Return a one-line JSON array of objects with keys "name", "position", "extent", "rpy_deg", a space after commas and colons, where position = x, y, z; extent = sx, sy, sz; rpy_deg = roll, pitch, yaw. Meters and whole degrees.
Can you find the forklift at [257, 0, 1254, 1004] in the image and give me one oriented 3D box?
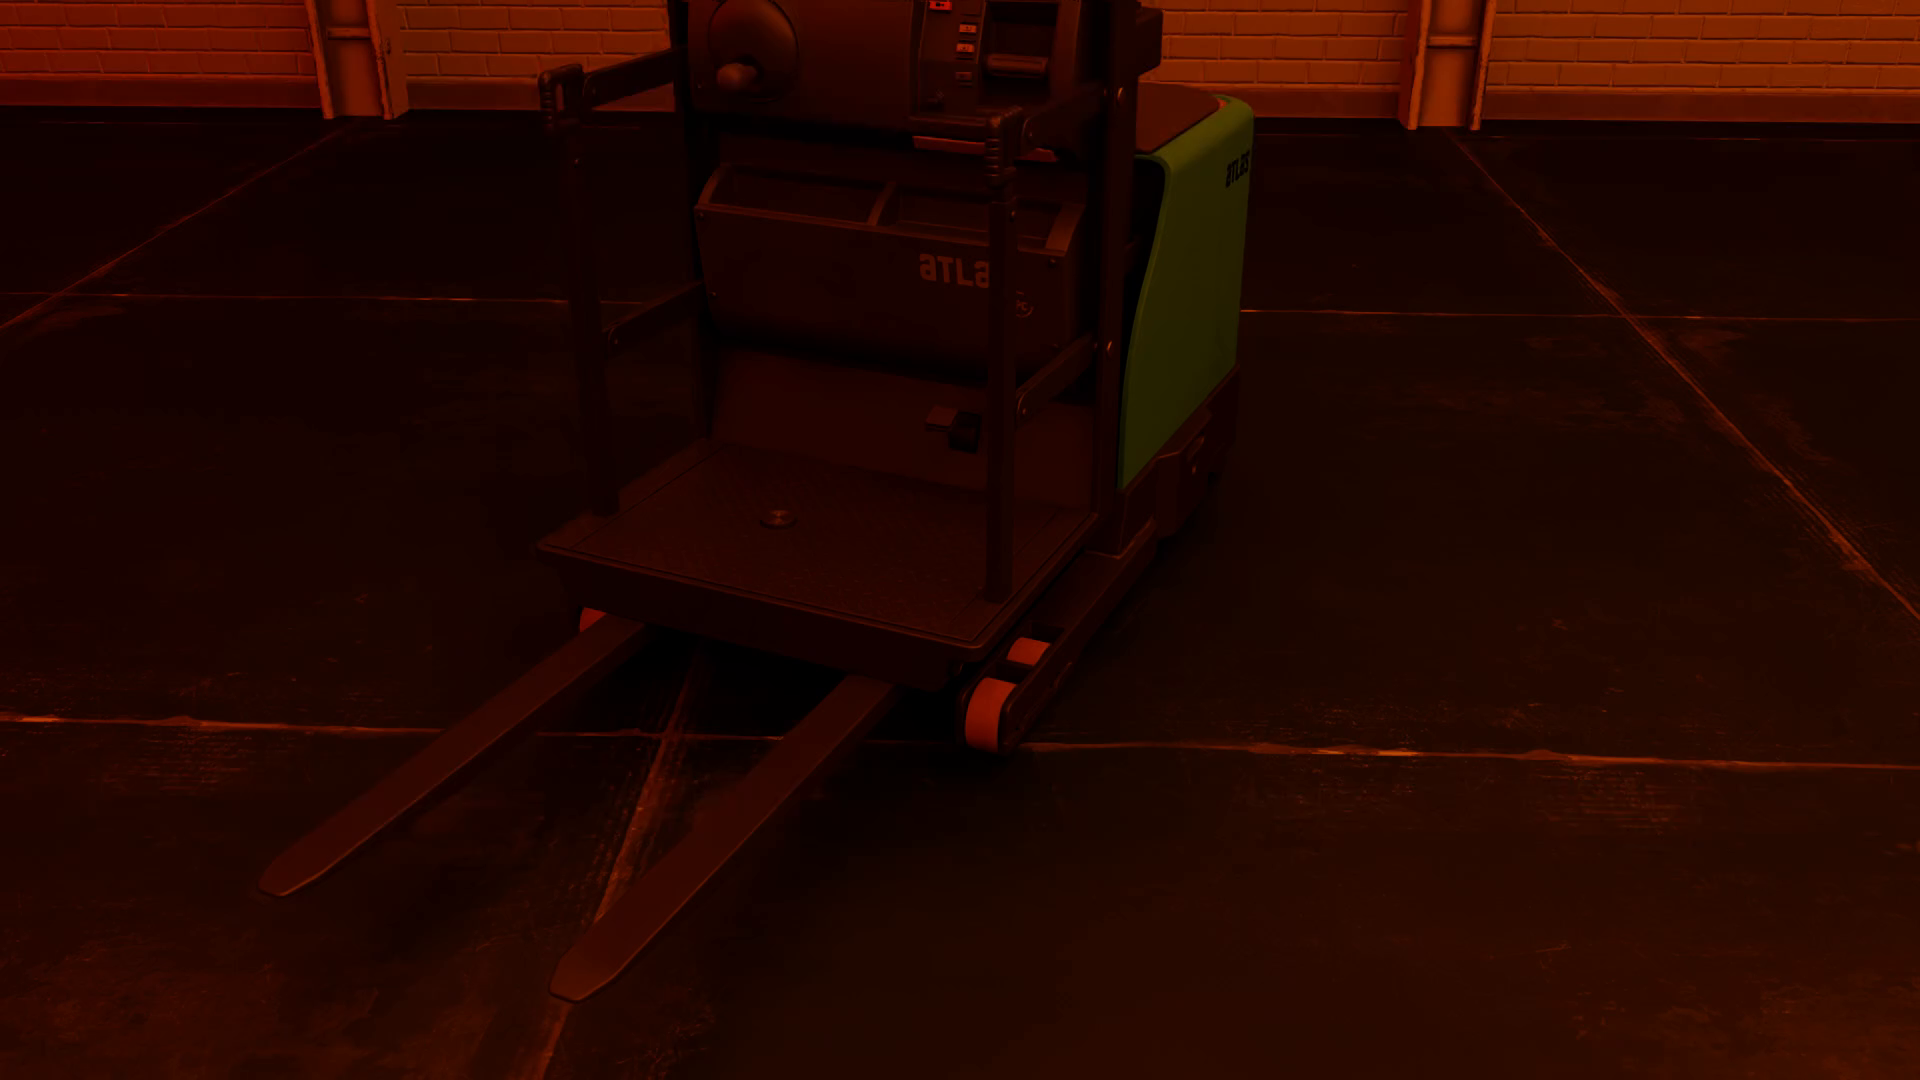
[{"name": "forklift", "position": [-0.257, -1.070, 3.377], "extent": [1.130, 2.935, 3.031], "rpy_deg": [12, 29, 22]}]
